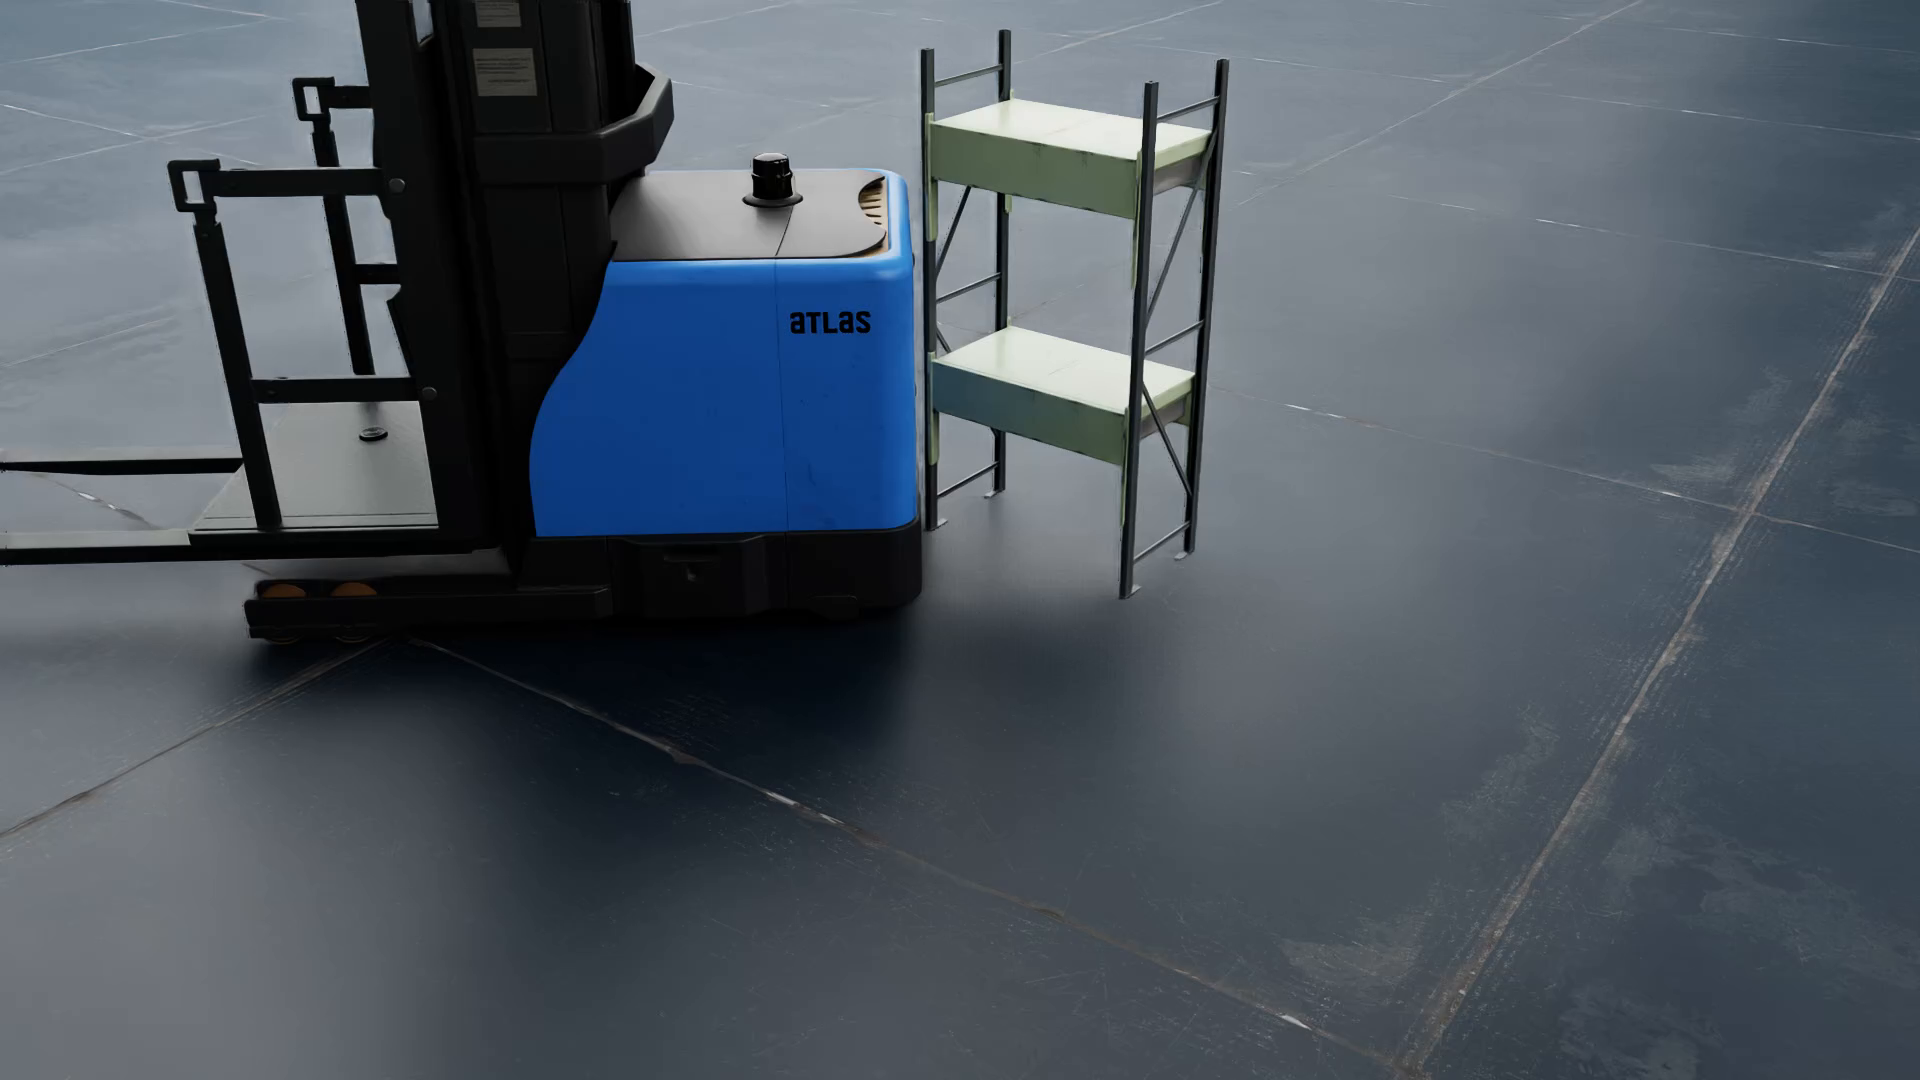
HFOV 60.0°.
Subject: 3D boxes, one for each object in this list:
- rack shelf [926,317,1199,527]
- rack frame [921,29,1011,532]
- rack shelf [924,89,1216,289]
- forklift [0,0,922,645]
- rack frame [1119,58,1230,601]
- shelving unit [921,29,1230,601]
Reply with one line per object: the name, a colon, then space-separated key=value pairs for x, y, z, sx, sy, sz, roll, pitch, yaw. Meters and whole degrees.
rack shelf: x=0.310 y=-0.376 z=5.053 sx=0.720 sy=0.370 sz=0.431 roll=19 pitch=33 yaw=33
rack frame: x=0.021 y=-0.768 z=5.105 sx=0.023 sy=1.500 sz=0.400 roll=19 pitch=33 yaw=33
rack shelf: x=0.311 y=-1.014 z=4.728 sx=0.720 sy=0.370 sz=0.431 roll=19 pitch=33 yaw=33
forklift: x=-1.644 y=-1.259 z=4.491 sx=3.031 sy=2.935 sz=1.130 roll=-1 pitch=27 yaw=-2
rack frame: x=0.600 y=-0.565 z=4.706 sx=0.023 sy=1.500 sz=0.400 roll=19 pitch=33 yaw=33
shelving unit: x=0.311 y=-0.666 z=4.905 sx=0.755 sy=1.500 sz=0.431 roll=19 pitch=33 yaw=33
